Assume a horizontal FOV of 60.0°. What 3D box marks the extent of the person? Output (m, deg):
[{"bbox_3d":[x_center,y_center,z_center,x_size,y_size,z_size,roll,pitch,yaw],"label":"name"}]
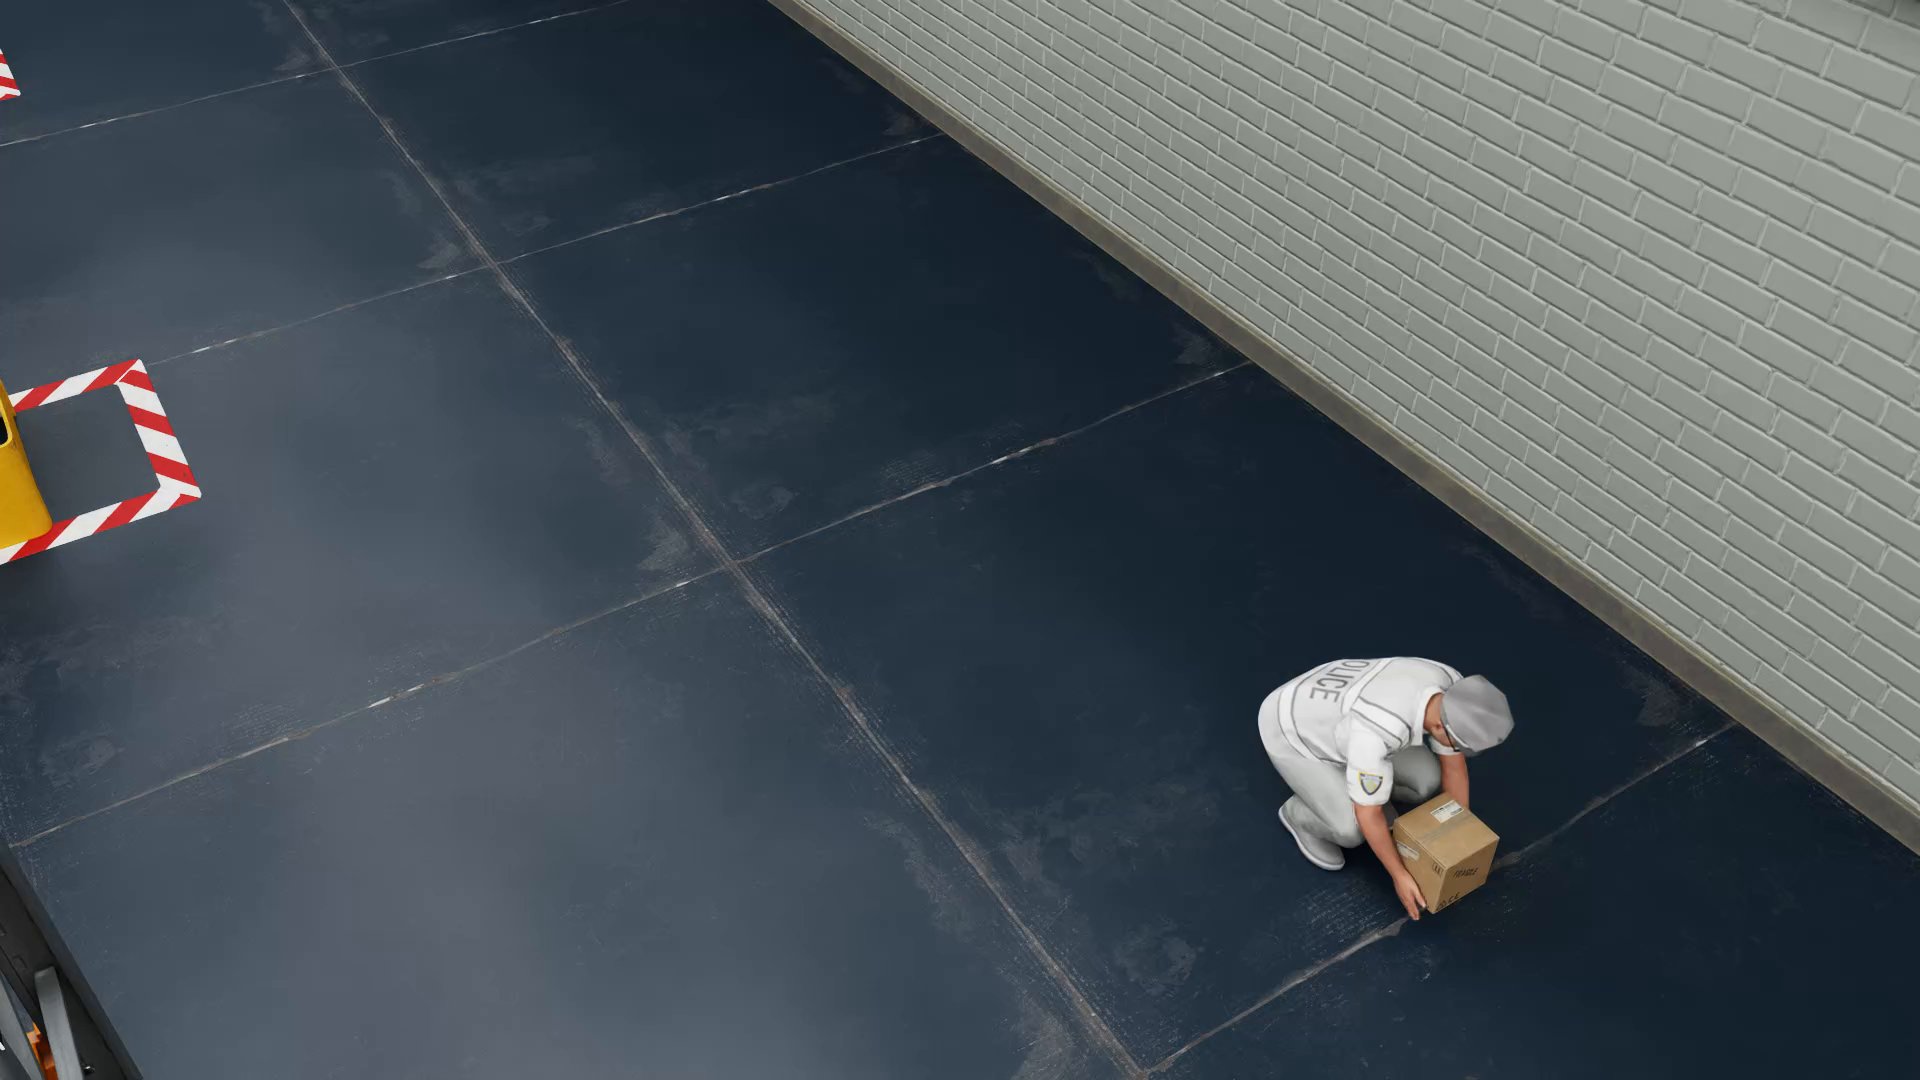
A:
[{"bbox_3d":[1.478,0.749,5.858,0.537,1.012,0.908,-23,46,-24],"label":"person"}]
